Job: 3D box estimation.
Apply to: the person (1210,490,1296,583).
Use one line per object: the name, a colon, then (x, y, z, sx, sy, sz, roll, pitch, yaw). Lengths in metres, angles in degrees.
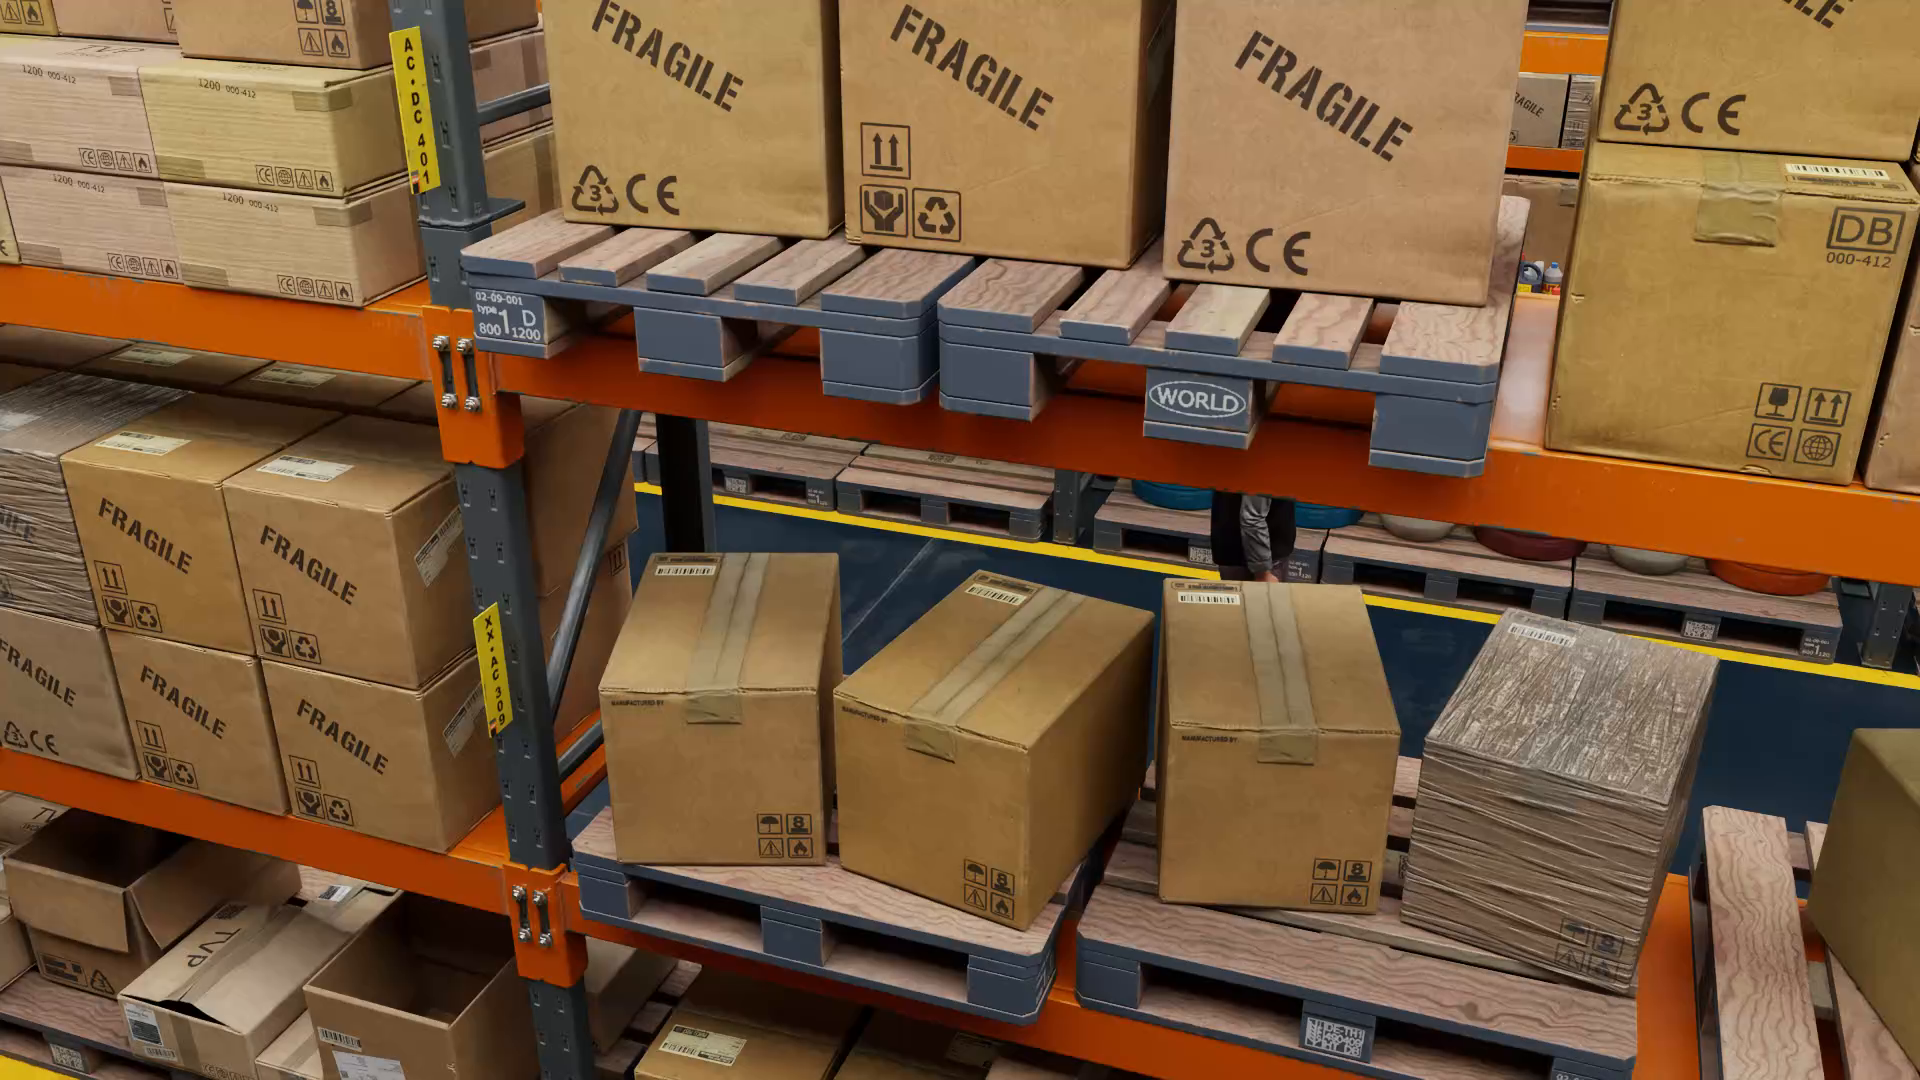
person: (1.258, 0.064, 7.006, 0.423, 1.720, 0.591, 7, 26, 14)
